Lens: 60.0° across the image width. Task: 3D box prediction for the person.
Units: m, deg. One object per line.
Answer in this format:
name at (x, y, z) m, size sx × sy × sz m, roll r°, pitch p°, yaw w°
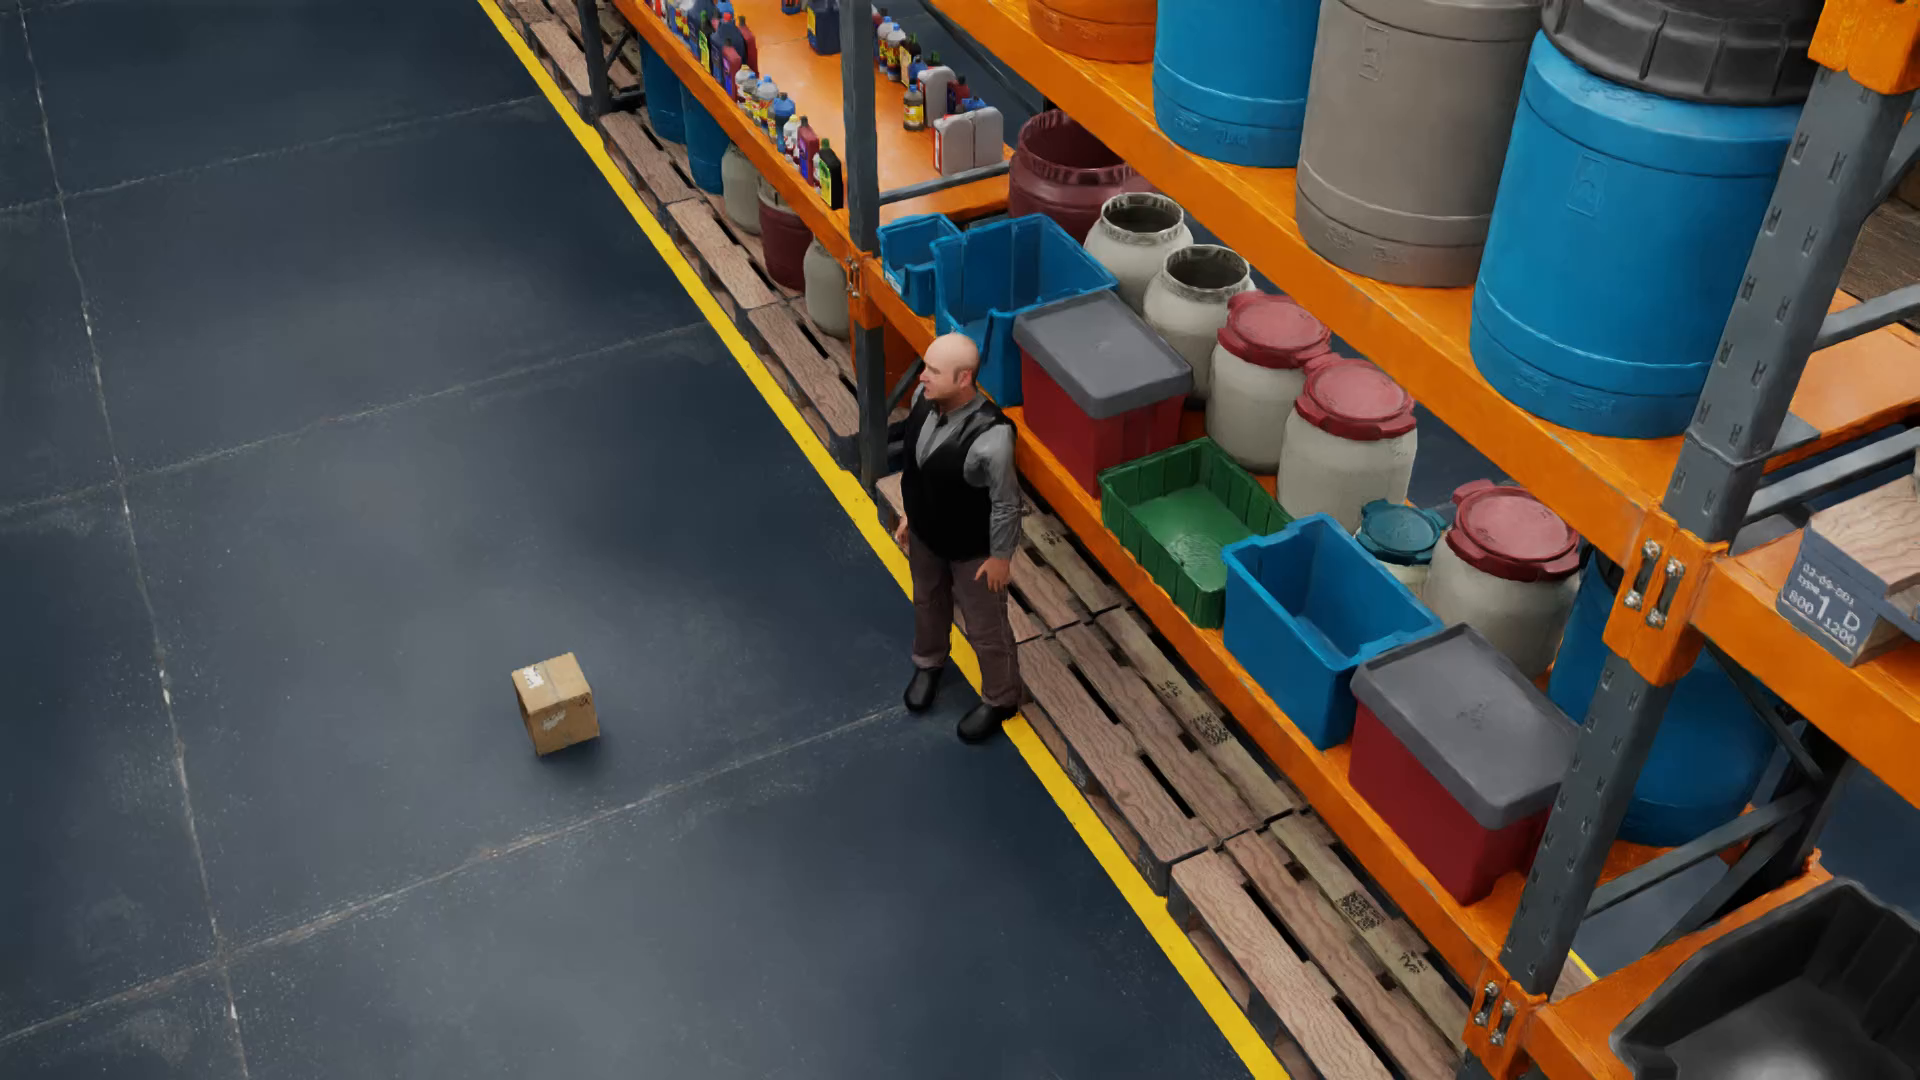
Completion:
person at (-0.017, -0.013, 6.186) m, size 0.405 × 1.722 × 0.549 m, roll -27°, pitch 48°, yaw -28°
